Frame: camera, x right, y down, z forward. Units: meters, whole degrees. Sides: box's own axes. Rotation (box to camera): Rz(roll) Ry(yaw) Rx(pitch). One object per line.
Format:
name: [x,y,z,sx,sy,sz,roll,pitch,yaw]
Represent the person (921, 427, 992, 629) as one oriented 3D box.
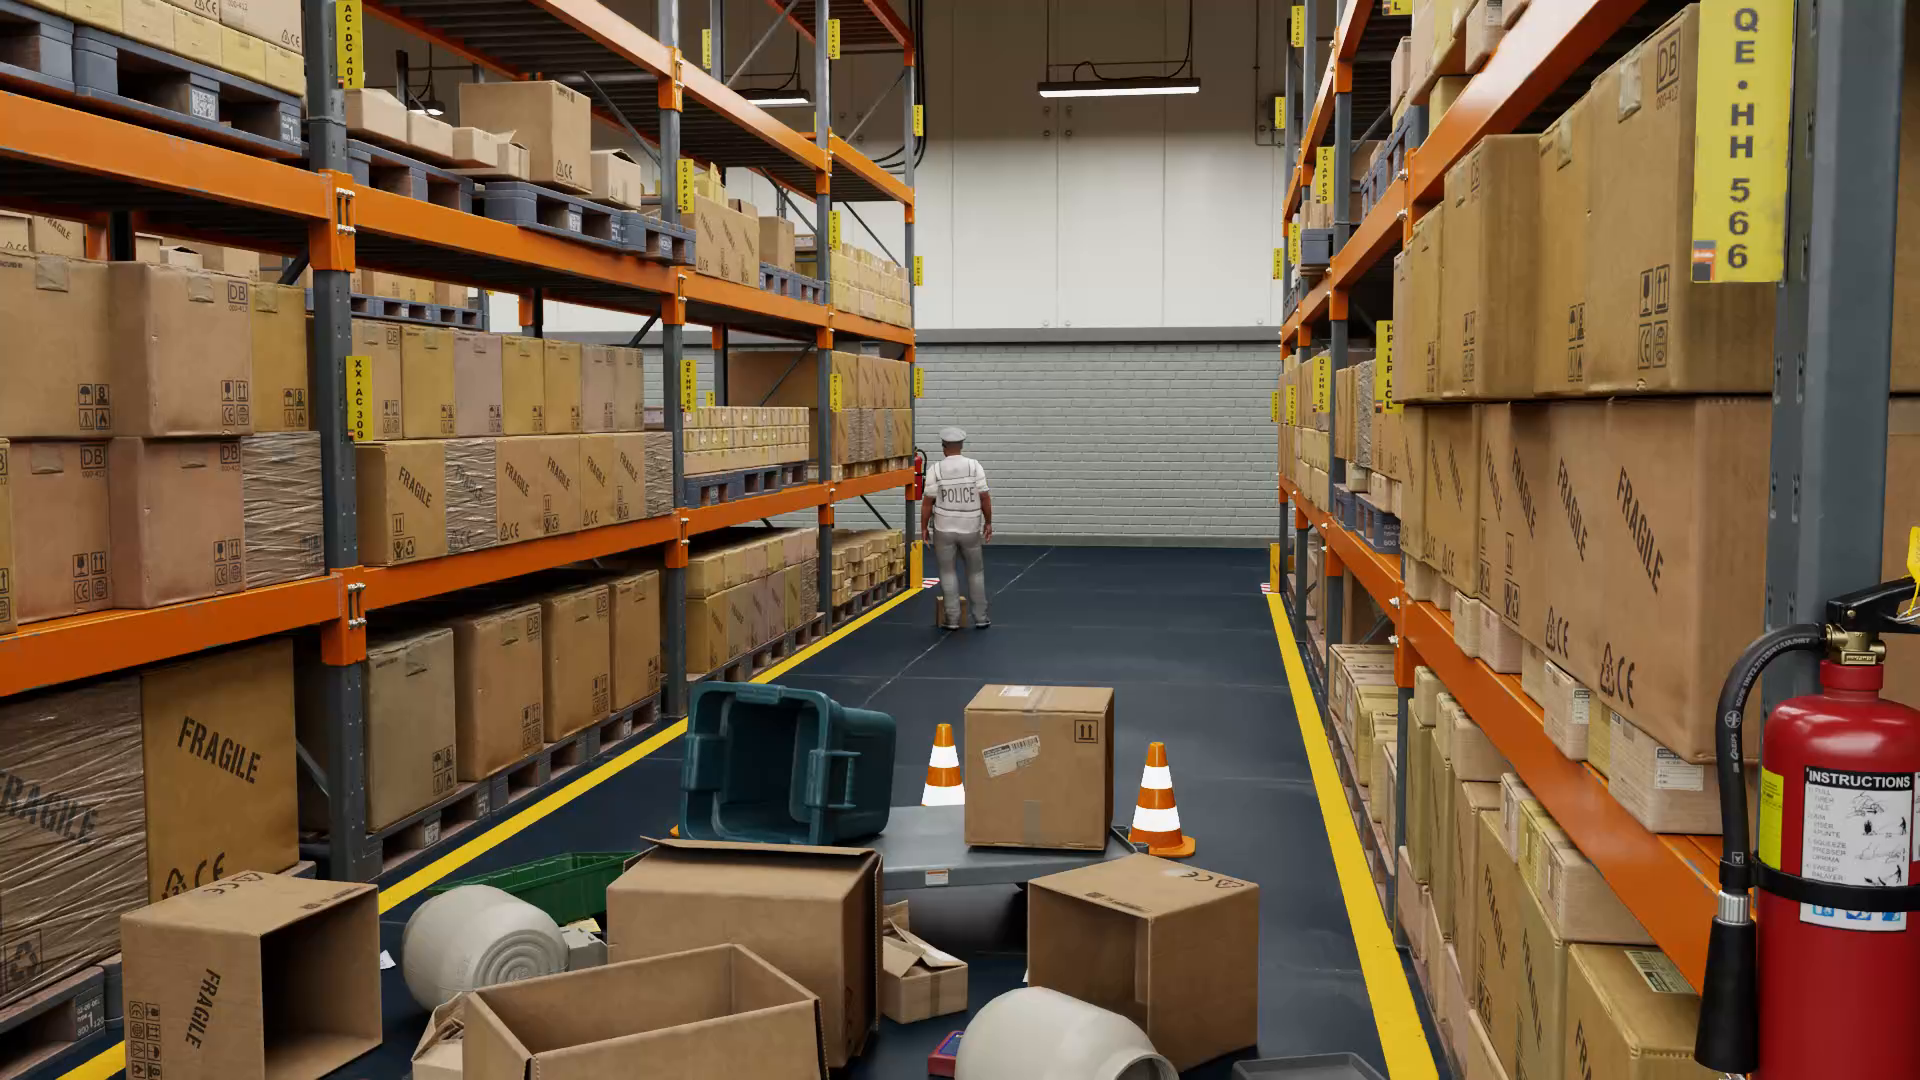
person: [-0.030,-0.108,14.677,0.641,1.778,0.573,0,4,-5]
